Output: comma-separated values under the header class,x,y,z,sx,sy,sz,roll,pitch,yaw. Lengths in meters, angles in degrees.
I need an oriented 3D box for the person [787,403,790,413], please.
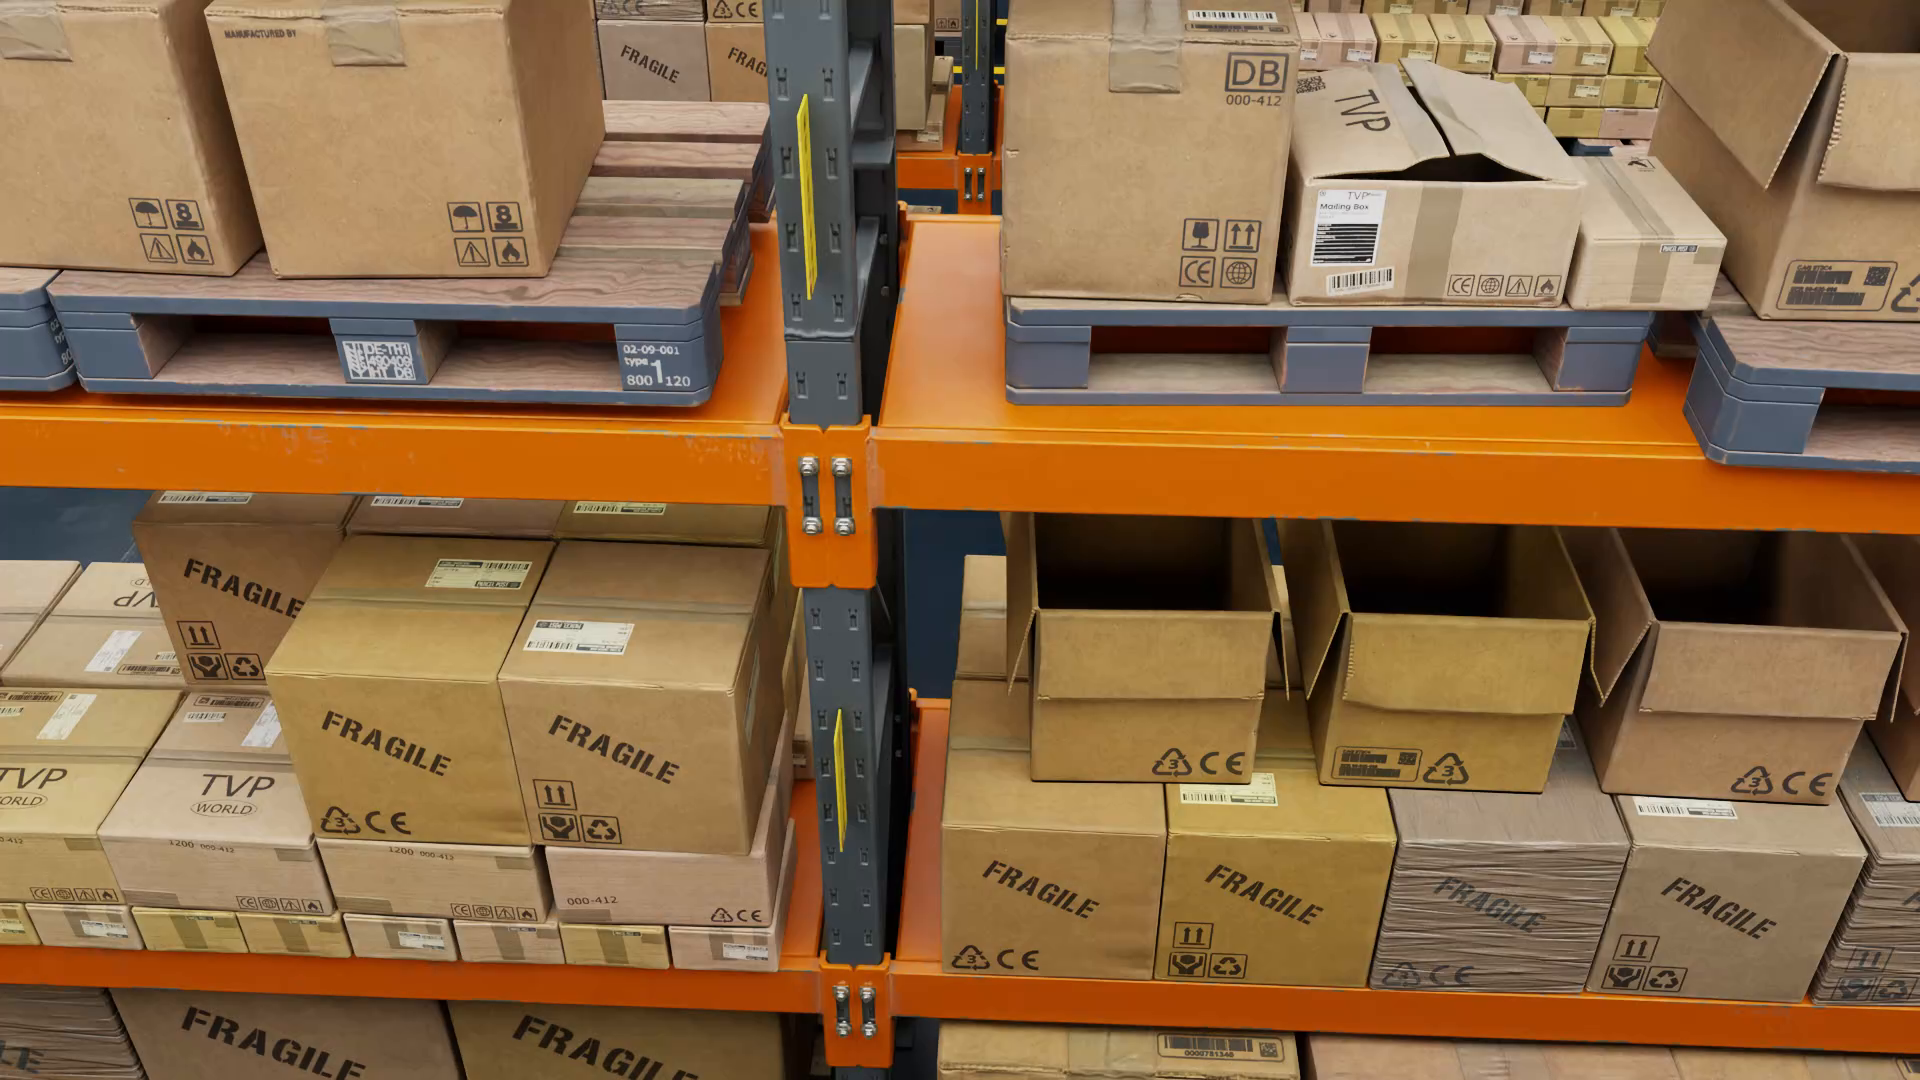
class,x,y,z,sx,sy,sz,roll,pitch,yaw
person,-0.826,-0.107,6.275,0.562,1.803,0.564,5,36,7
